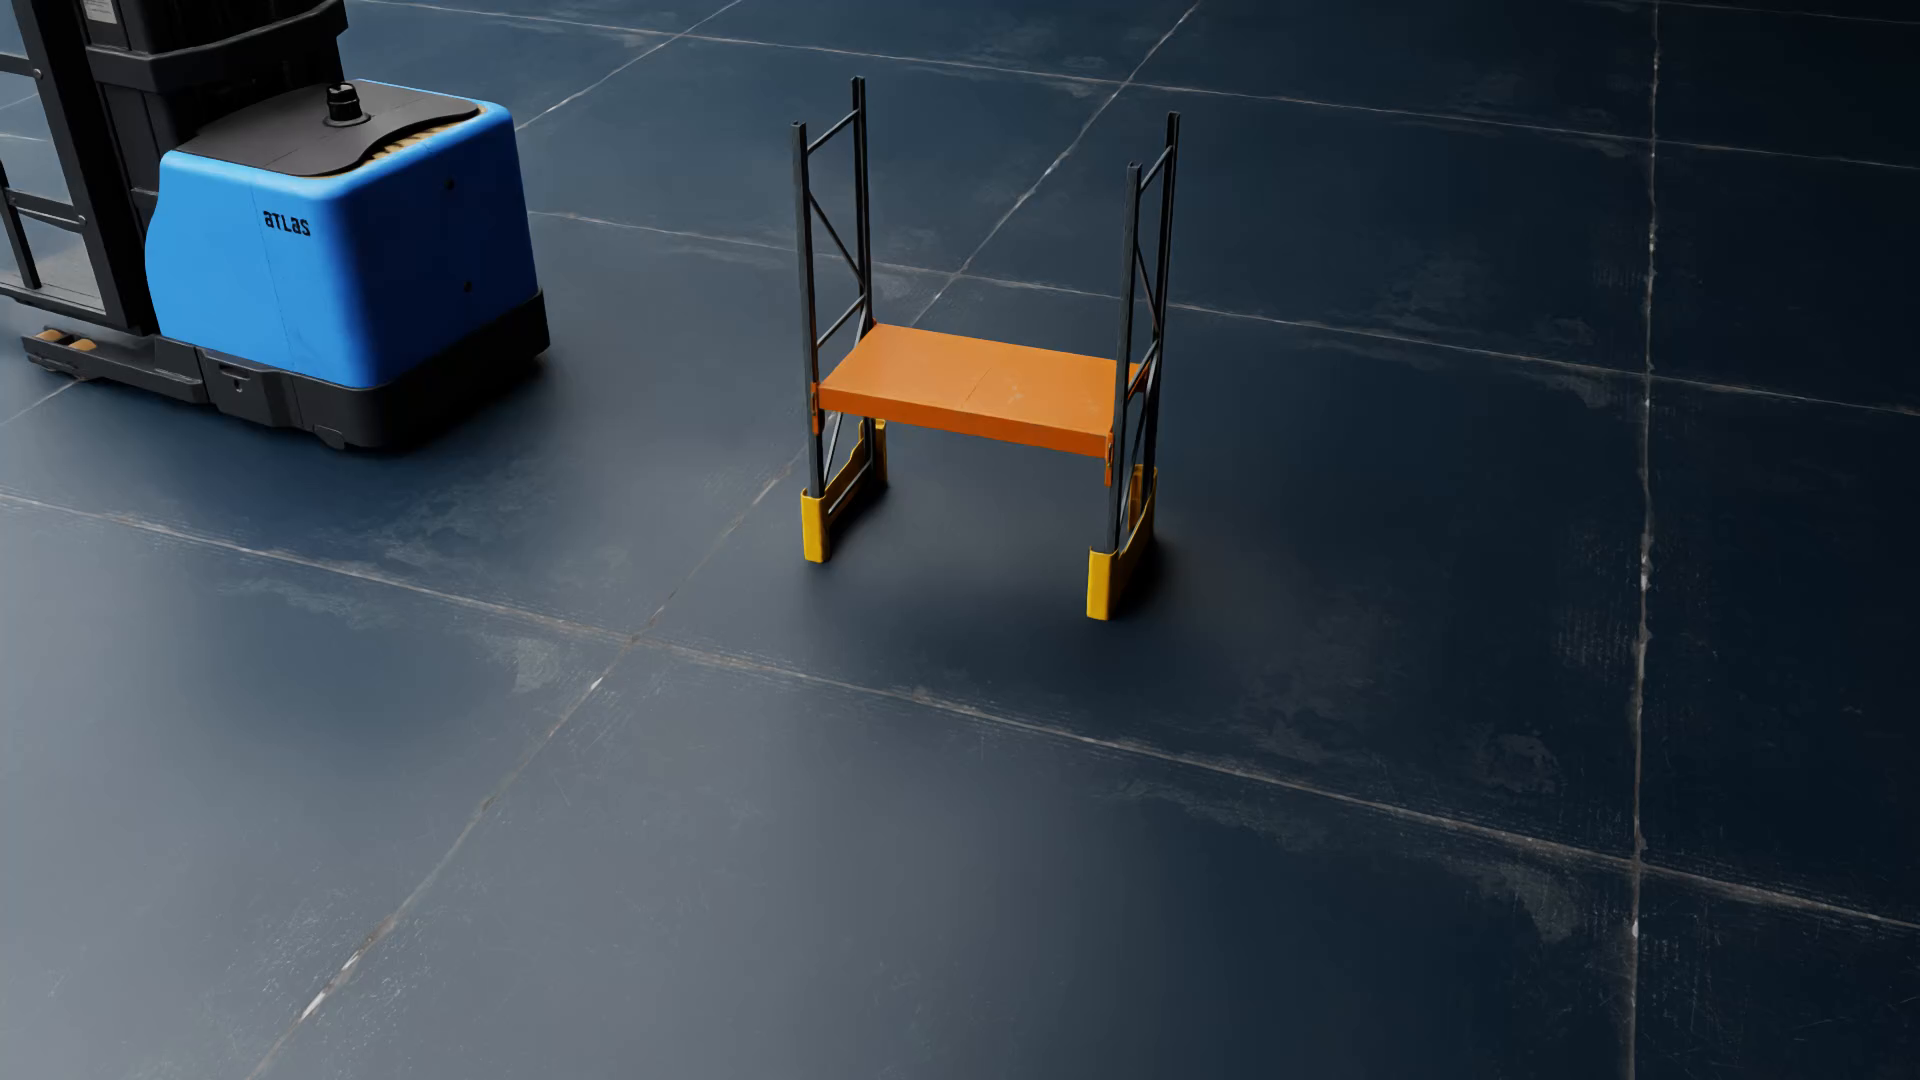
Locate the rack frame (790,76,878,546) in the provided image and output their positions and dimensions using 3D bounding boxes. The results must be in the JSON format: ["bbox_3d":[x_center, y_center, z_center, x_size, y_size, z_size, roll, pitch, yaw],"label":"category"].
[{"bbox_3d":[-0.398,-0.707,5.463,0.032,1.500,0.500,11,34,16],"label":"rack frame"}]

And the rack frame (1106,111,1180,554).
[{"bbox_3d":[0.559,-0.521,5.175,0.032,1.500,0.500,11,34,16],"label":"rack frame"}]

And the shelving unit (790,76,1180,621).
[{"bbox_3d":[0.072,-0.616,5.322,1.083,1.500,0.587,11,34,16],"label":"shelving unit"}]

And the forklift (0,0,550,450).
[{"bbox_3d":[-3.245,-2.114,6.322,3.031,2.935,1.130,15,36,22],"label":"forklift"}]

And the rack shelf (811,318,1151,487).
[{"bbox_3d":[0.080,-0.463,5.417,1.000,0.185,0.538,11,34,16],"label":"rack shelf"}]

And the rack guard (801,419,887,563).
[{"bbox_3d":[-0.397,-0.182,5.802,0.087,0.250,0.587,11,34,16],"label":"rack guard"}]

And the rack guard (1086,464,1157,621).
[{"bbox_3d":[0.541,0.000,5.519,0.087,0.250,0.587,11,34,16],"label":"rack guard"}]
